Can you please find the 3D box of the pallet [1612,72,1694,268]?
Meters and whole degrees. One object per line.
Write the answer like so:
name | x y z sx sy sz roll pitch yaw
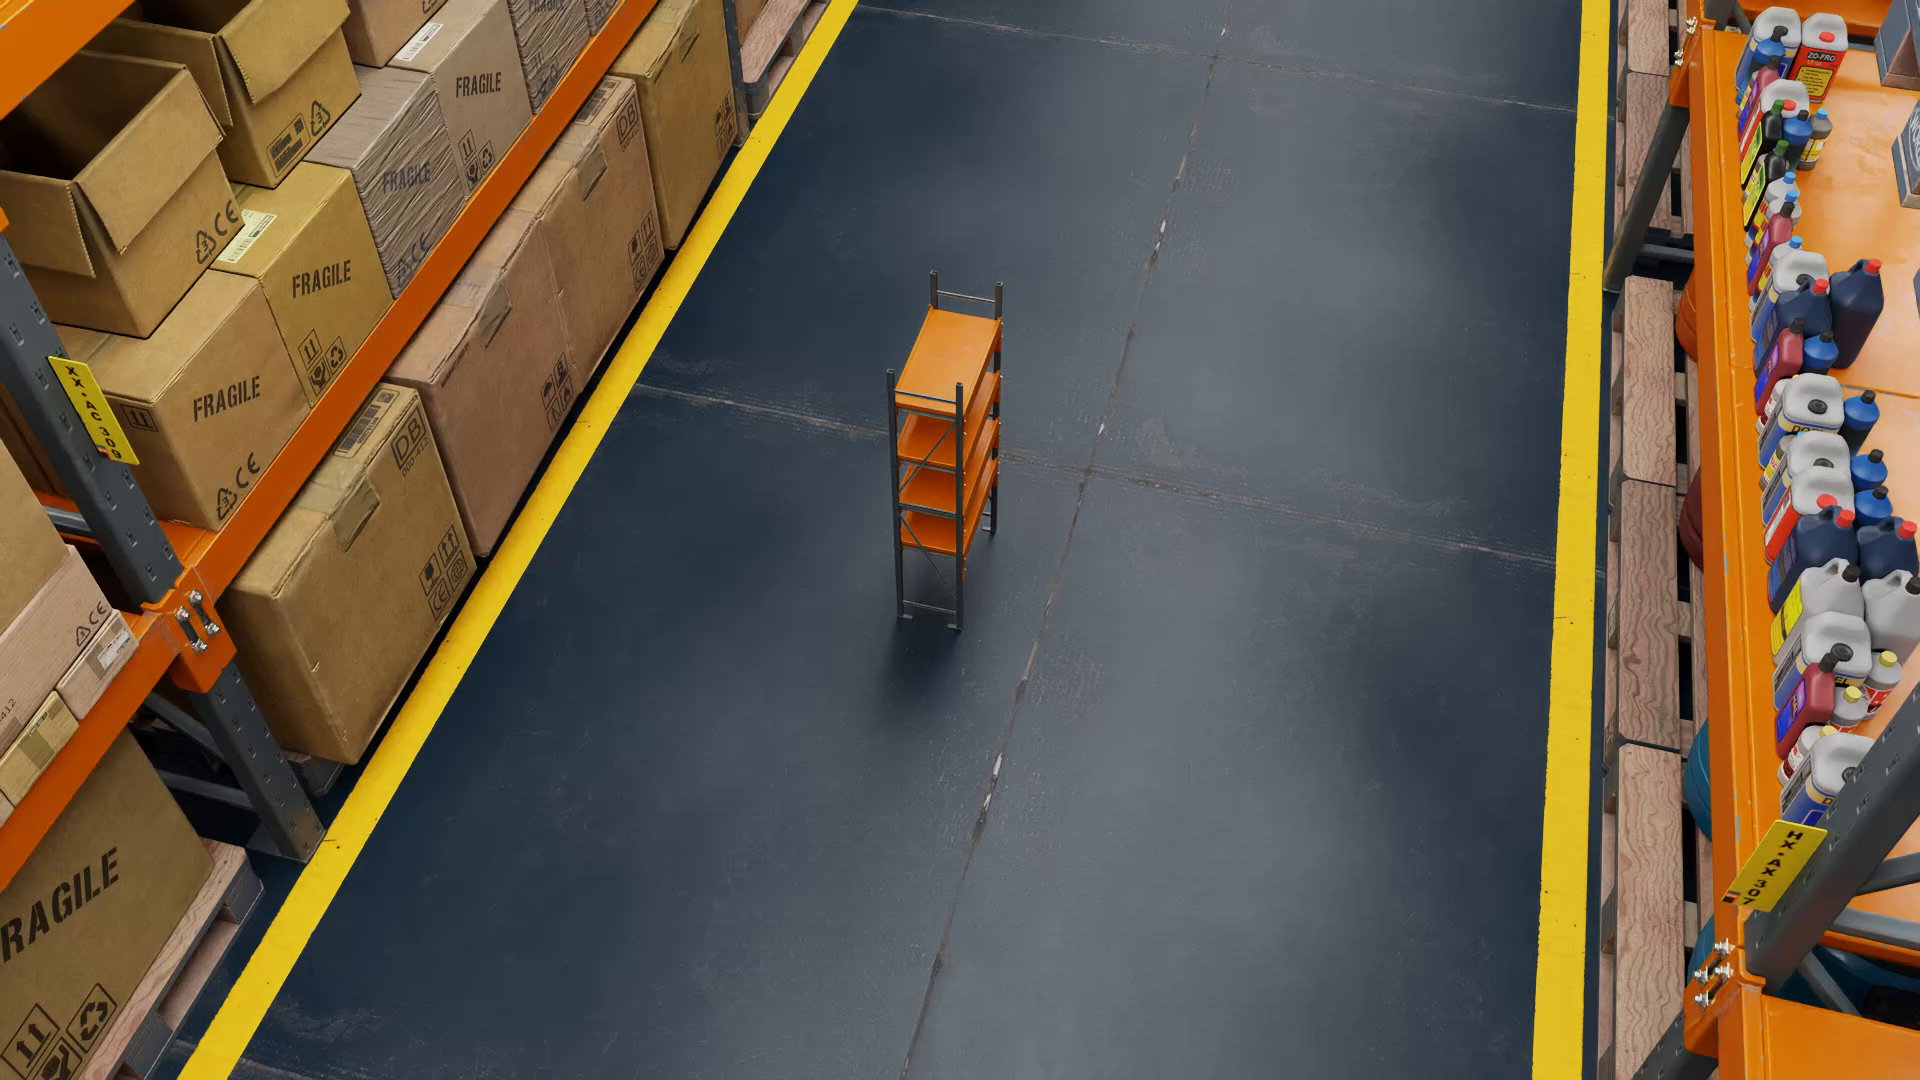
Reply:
pallet | 3.517 -1.640 7.557 1.003 0.211 1.213 12 50 10

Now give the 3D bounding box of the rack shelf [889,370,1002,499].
rack shelf | -0.044 -0.381 5.577 0.258 0.148 0.480 12 50 10

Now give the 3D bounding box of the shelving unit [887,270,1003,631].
shelving unit | -0.044 -0.277 5.694 0.258 1.200 0.503 12 50 10

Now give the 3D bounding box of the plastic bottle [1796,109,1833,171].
plastic bottle | 2.853 -1.349 5.573 0.097 0.201 0.097 0 49 0

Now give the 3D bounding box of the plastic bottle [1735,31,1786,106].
plastic bottle | 2.793 -1.640 5.782 0.097 0.271 0.097 0 49 0

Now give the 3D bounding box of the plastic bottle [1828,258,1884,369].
plastic bottle | 2.621 -0.694 4.895 0.144 0.351 0.185 12 50 10

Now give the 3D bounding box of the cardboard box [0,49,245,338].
cardboard box | -2.396 -0.923 4.328 0.797 0.503 0.637 10 49 9

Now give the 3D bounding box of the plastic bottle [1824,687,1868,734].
plastic bottle | 2.112 0.426 4.006 0.097 0.201 0.097 0 49 0

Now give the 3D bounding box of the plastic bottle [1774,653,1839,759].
plastic bottle | 2.031 0.397 3.977 0.061 0.283 0.133 12 50 10

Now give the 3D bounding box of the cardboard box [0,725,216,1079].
cardboard box | -2.807 0.932 4.564 0.875 0.875 0.875 12 50 10

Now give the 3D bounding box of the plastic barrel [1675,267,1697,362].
plastic barrel | 3.163 -1.074 6.364 0.600 0.830 0.708 12 50 10

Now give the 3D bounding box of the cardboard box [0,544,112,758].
cardboard box | -2.419 0.228 3.950 0.500 0.250 0.500 11 49 9

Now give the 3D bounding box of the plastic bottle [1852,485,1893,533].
plastic bottle | 2.369 -0.041 4.371 0.097 0.271 0.097 0 49 0

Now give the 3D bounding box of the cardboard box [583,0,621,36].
cardboard box | -1.531 -2.255 6.173 0.500 0.500 0.500 11 50 10

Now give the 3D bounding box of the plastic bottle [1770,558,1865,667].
plastic bottle | 2.149 0.170 4.132 0.144 0.351 0.185 12 50 10

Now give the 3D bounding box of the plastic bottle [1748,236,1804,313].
plastic bottle | 2.489 -0.804 5.045 0.097 0.271 0.097 0 49 0

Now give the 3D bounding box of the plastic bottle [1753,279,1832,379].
plastic bottle | 2.439 -0.627 4.835 0.144 0.351 0.185 12 50 10

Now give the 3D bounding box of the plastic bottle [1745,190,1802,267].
plastic bottle | 2.549 -0.971 5.192 0.097 0.271 0.097 0 49 0

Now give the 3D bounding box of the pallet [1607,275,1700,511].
pallet | 3.108 -0.509 6.558 1.003 0.211 1.213 12 50 10

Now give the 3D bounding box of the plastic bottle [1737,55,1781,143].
plastic bottle | 2.719 -1.493 5.645 0.061 0.283 0.133 12 50 10

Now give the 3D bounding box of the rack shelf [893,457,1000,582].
rack shelf | -0.044 -0.101 5.894 0.258 0.148 0.480 12 50 10

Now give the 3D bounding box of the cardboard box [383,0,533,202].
cardboard box | -1.799 -1.511 5.516 0.500 0.500 0.500 12 50 11

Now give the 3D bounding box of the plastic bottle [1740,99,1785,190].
plastic bottle | 2.649 -1.300 5.474 0.061 0.283 0.133 12 50 10

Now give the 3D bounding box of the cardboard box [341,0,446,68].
cardboard box | -2.055 -1.870 5.164 0.797 0.503 0.637 13 50 11

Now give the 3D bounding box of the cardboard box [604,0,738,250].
cardboard box | -1.705 -1.928 7.088 1.225 0.875 0.875 9 49 8

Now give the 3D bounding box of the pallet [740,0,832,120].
pallet | -1.296 -2.630 8.430 1.003 0.211 1.213 12 50 10

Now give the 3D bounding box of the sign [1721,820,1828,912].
sign | 1.692 0.682 3.463 0.100 0.325 0.005 12 50 10

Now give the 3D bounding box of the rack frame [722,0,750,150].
rack frame | -1.503 -2.987 6.886 1.000 3.000 0.127 12 50 10

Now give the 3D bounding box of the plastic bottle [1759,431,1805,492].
plastic bottle | 2.283 -0.216 4.572 0.097 0.201 0.097 0 49 0

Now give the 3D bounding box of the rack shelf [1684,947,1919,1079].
rack shelf | 1.696 2.568 2.463 1.077 0.370 4.000 12 50 10

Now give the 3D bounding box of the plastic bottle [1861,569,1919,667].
plastic bottle | 2.288 0.199 4.107 0.144 0.351 0.185 12 50 10

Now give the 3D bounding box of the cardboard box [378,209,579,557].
cardboard box | -2.172 -0.643 5.954 1.225 0.875 0.875 10 49 9

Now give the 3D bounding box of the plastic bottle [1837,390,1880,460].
plastic bottle | 2.465 -0.306 4.605 0.097 0.271 0.097 0 49 0

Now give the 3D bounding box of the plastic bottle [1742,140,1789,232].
plastic bottle | 2.588 -1.133 5.327 0.061 0.283 0.133 12 50 10

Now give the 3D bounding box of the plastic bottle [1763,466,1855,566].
plastic bottle | 2.243 -0.054 4.379 0.152 0.276 0.135 12 50 10

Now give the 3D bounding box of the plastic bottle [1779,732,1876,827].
plastic bottle | 2.014 0.575 3.824 0.152 0.276 0.135 12 50 10

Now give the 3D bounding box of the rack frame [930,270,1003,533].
rack frame | 0.021 -0.454 5.850 0.240 1.200 0.015 12 50 10

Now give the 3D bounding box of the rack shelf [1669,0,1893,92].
rack shelf | 3.802 -3.219 7.570 1.077 0.370 4.000 12 50 10

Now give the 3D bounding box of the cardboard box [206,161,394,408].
cardboard box | -2.062 -0.774 4.866 0.500 0.500 0.500 12 50 10

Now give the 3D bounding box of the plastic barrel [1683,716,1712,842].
plastic barrel | 2.569 0.536 4.895 0.600 0.901 0.708 12 50 10

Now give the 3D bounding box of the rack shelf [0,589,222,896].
rack shelf | -3.082 1.591 3.325 1.077 0.370 4.000 12 50 10

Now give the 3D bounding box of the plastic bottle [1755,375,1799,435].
plastic bottle | 2.344 -0.383 4.720 0.097 0.201 0.097 0 49 0

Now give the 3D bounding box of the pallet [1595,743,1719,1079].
pallet | 2.466 1.256 5.001 1.003 0.211 1.213 12 50 10

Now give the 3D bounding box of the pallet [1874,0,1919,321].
pallet | 2.335 -0.633 2.933 1.213 0.211 1.003 12 50 10

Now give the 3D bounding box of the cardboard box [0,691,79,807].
cardboard box | -2.388 0.461 4.010 0.380 0.149 0.250 12 50 11
